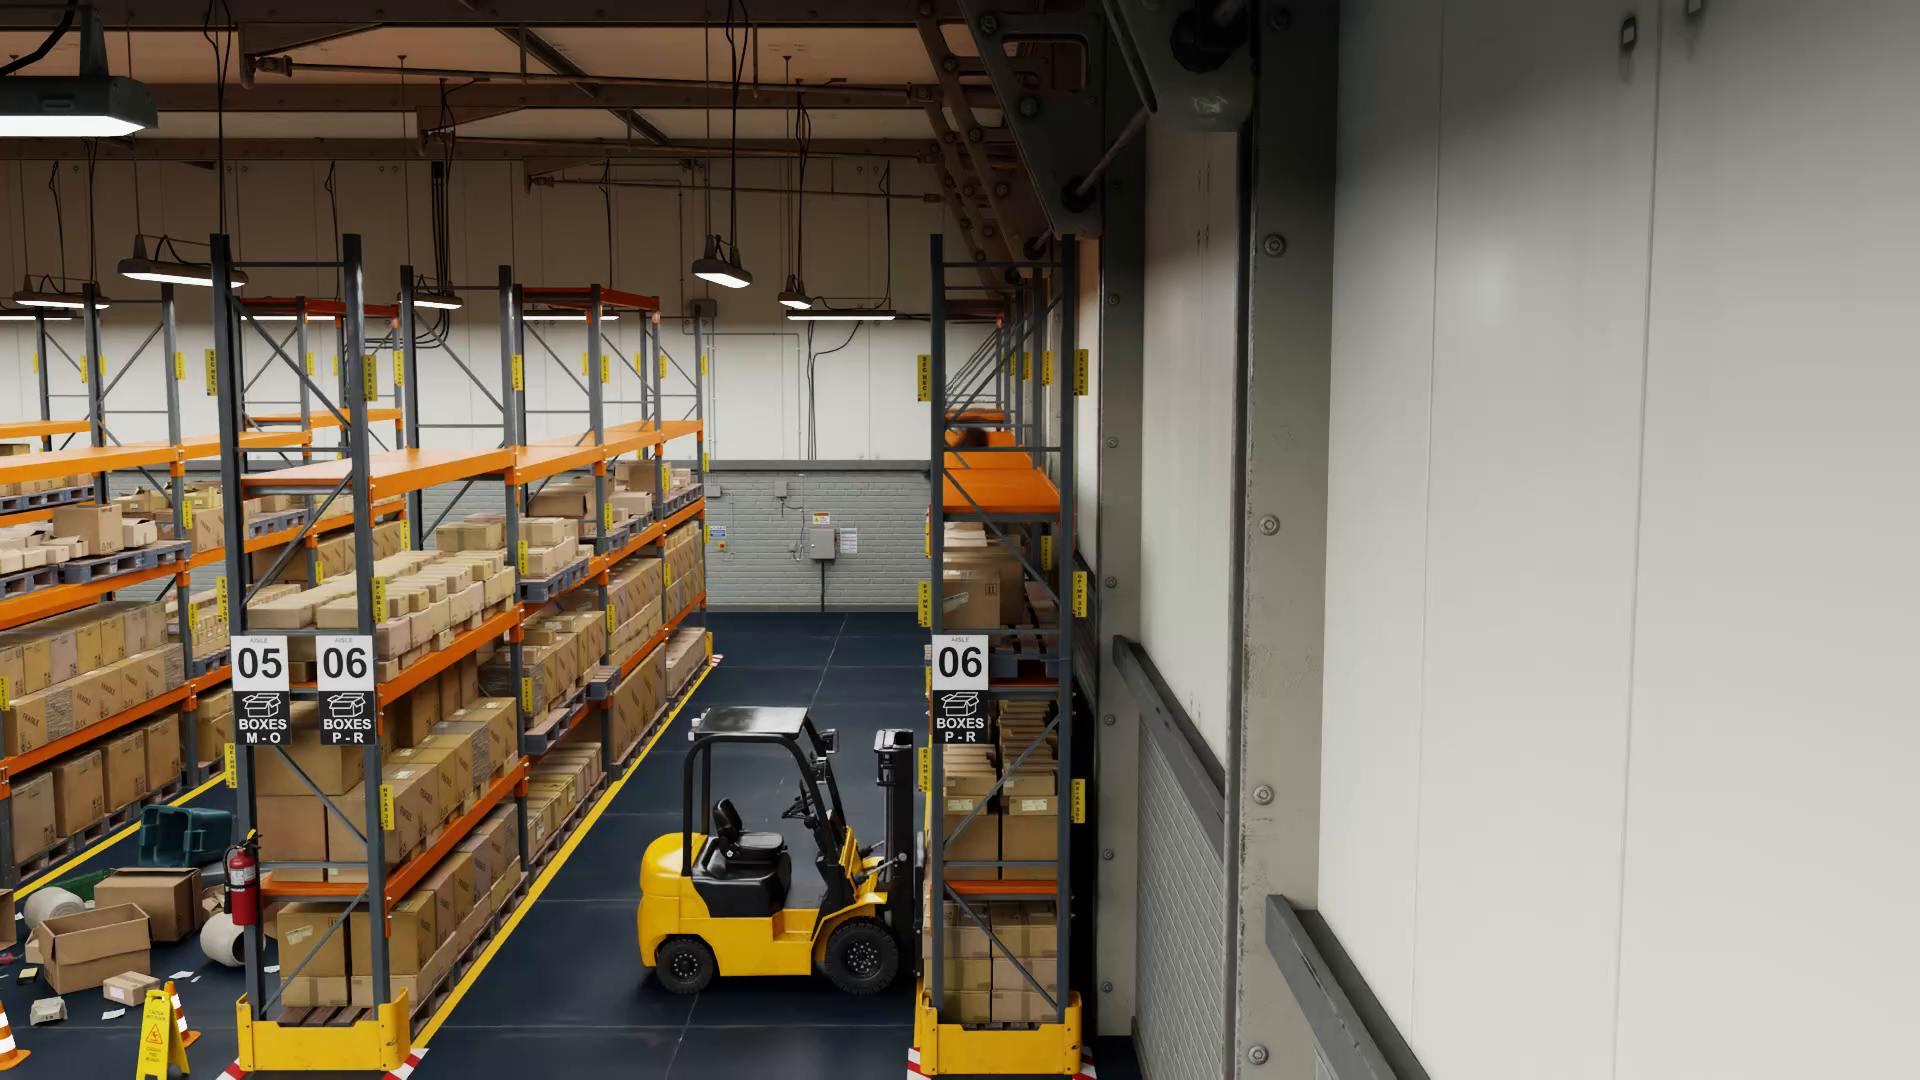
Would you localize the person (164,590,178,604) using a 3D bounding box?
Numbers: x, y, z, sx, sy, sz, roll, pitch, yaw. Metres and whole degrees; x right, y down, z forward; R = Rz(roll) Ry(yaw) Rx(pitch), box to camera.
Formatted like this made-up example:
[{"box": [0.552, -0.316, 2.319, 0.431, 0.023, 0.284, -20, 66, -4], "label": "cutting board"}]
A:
[{"box": [-11.564, 1.607, 24.484, 0.716, 1.741, 0.572, 1, 6, 9], "label": "person"}]
